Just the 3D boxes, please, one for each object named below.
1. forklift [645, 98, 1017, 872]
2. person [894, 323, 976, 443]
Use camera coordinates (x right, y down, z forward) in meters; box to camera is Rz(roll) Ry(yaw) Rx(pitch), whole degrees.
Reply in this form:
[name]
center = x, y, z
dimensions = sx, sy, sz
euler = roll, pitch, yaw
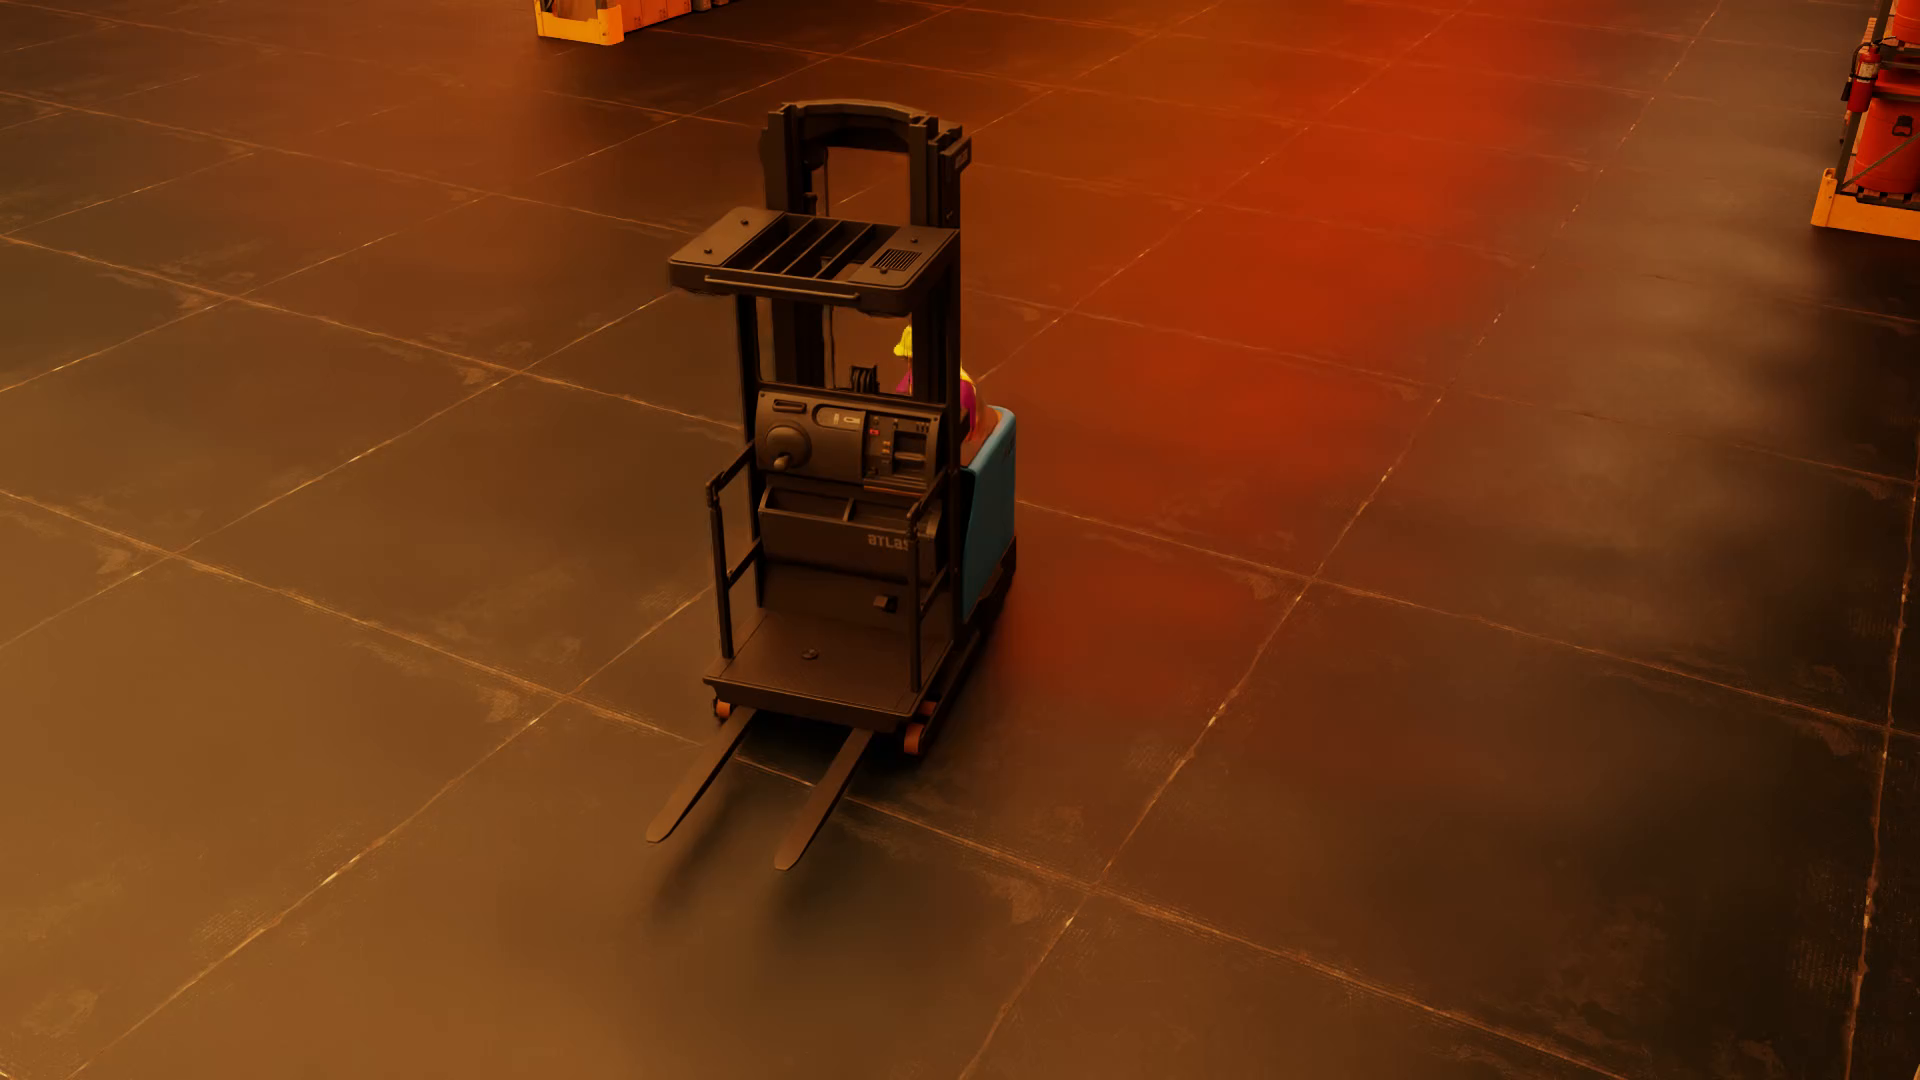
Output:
[forklift]
center = -0.606, -0.434, 7.822
dimensions = 1.130, 2.935, 3.031
euler = 9, 31, 15
[person]
center = -0.252, -0.413, 9.103
dimensions = 0.664, 1.636, 0.893
euler = -13, 32, -21
